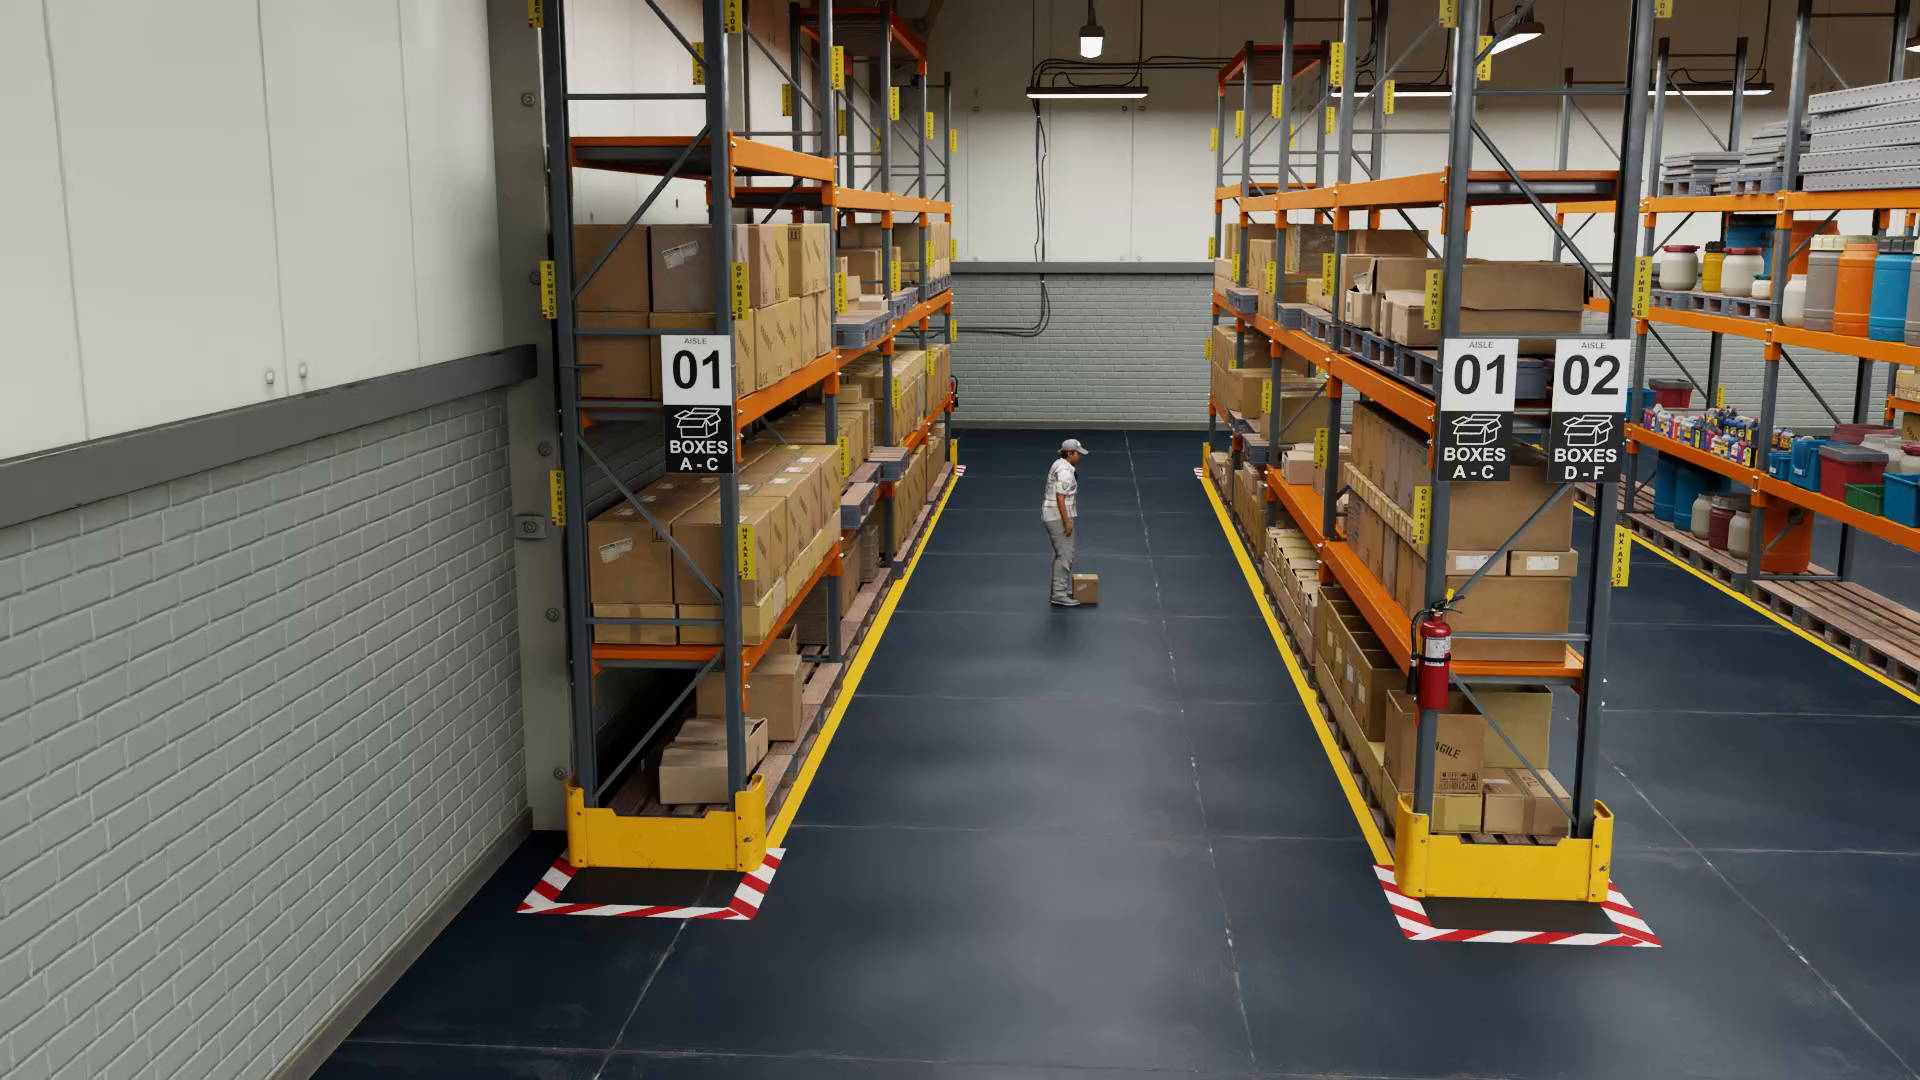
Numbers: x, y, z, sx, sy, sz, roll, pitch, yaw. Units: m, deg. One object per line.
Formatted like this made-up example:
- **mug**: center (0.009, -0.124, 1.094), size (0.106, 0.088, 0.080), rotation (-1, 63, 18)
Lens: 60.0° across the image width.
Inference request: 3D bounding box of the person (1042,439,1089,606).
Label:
- **person**: center (1.070, -0.197, 16.940), size (0.469, 1.666, 0.556), rotation (0, 11, 2)
